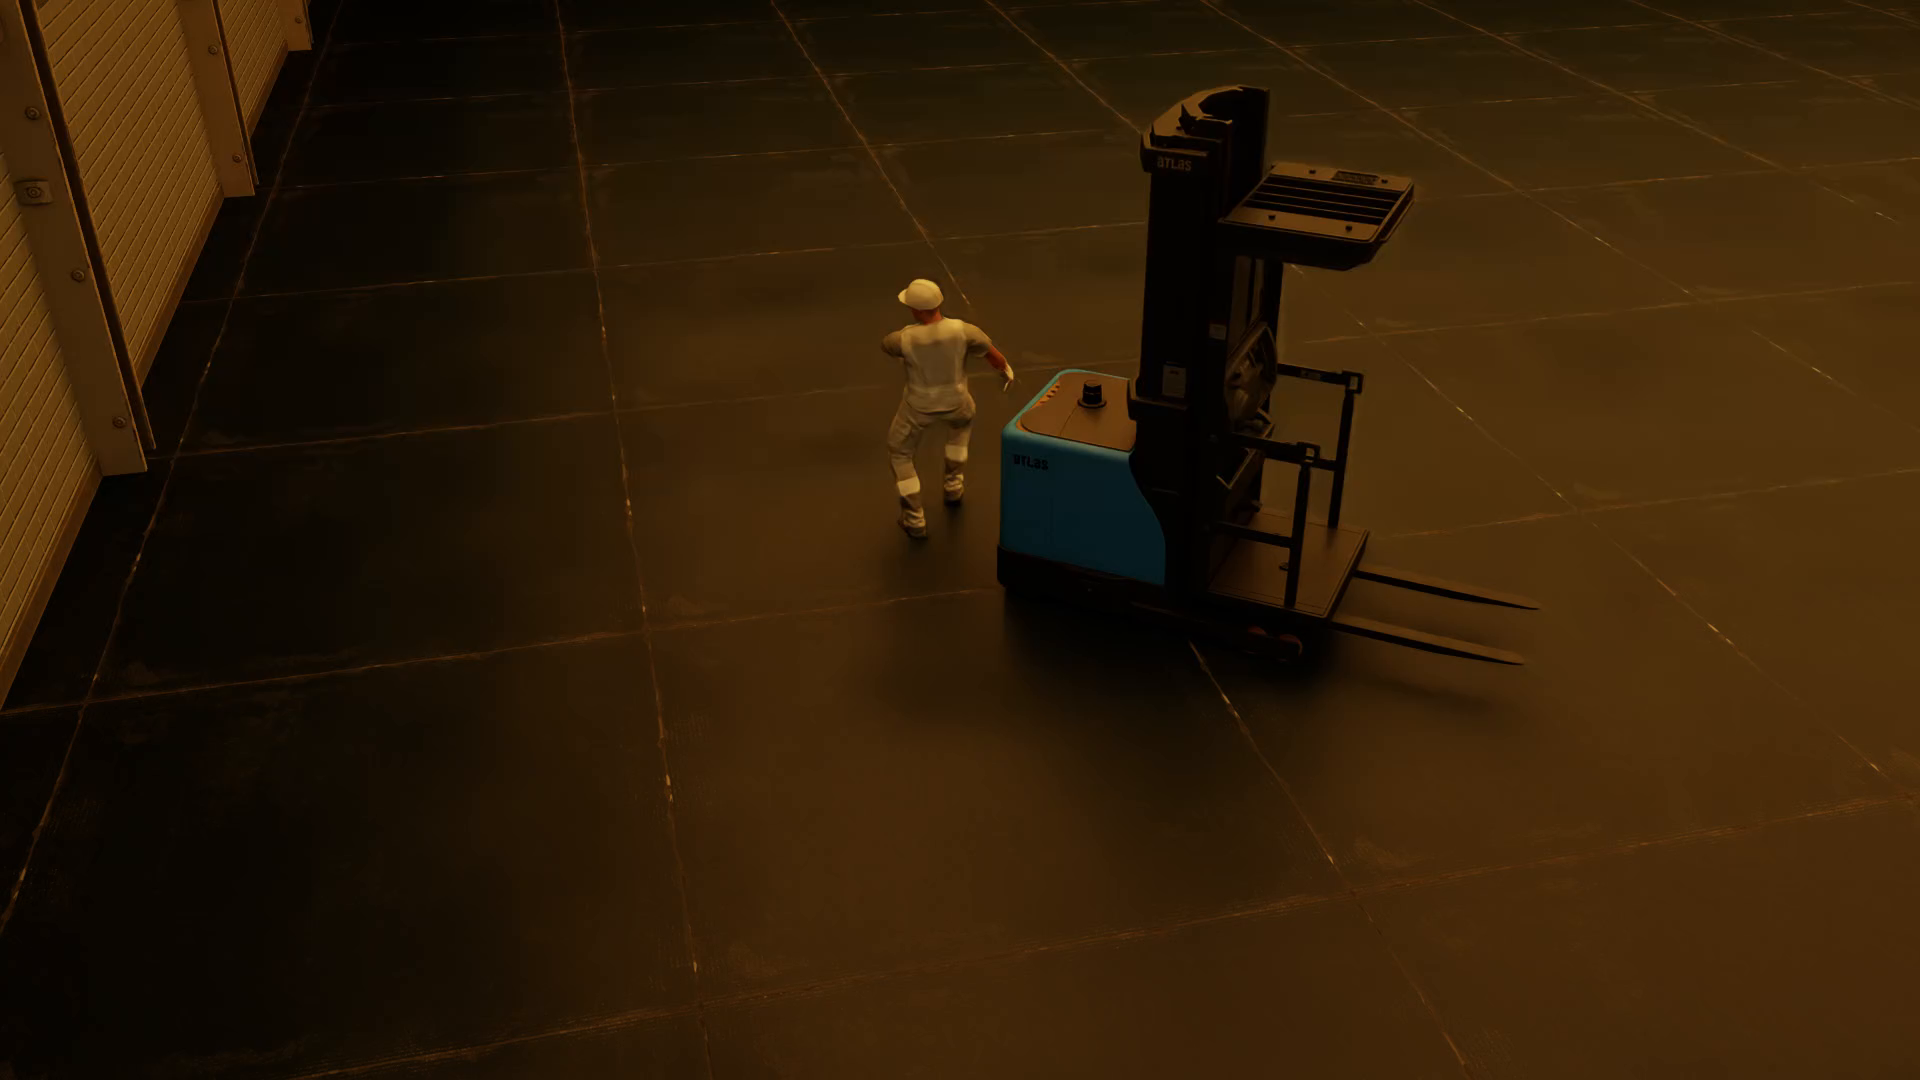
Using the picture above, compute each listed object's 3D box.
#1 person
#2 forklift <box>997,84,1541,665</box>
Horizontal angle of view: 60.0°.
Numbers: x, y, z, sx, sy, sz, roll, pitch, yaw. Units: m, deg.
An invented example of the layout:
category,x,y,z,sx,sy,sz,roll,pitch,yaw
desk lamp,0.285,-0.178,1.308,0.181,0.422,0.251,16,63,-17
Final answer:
category,x,y,z,sx,sy,sz,roll,pitch,yaw
person,-0.085,-0.953,10.516,0.849,1.670,0.783,-11,32,-18
forklift,1.781,-0.878,9.092,3.031,2.935,1.130,13,32,21
